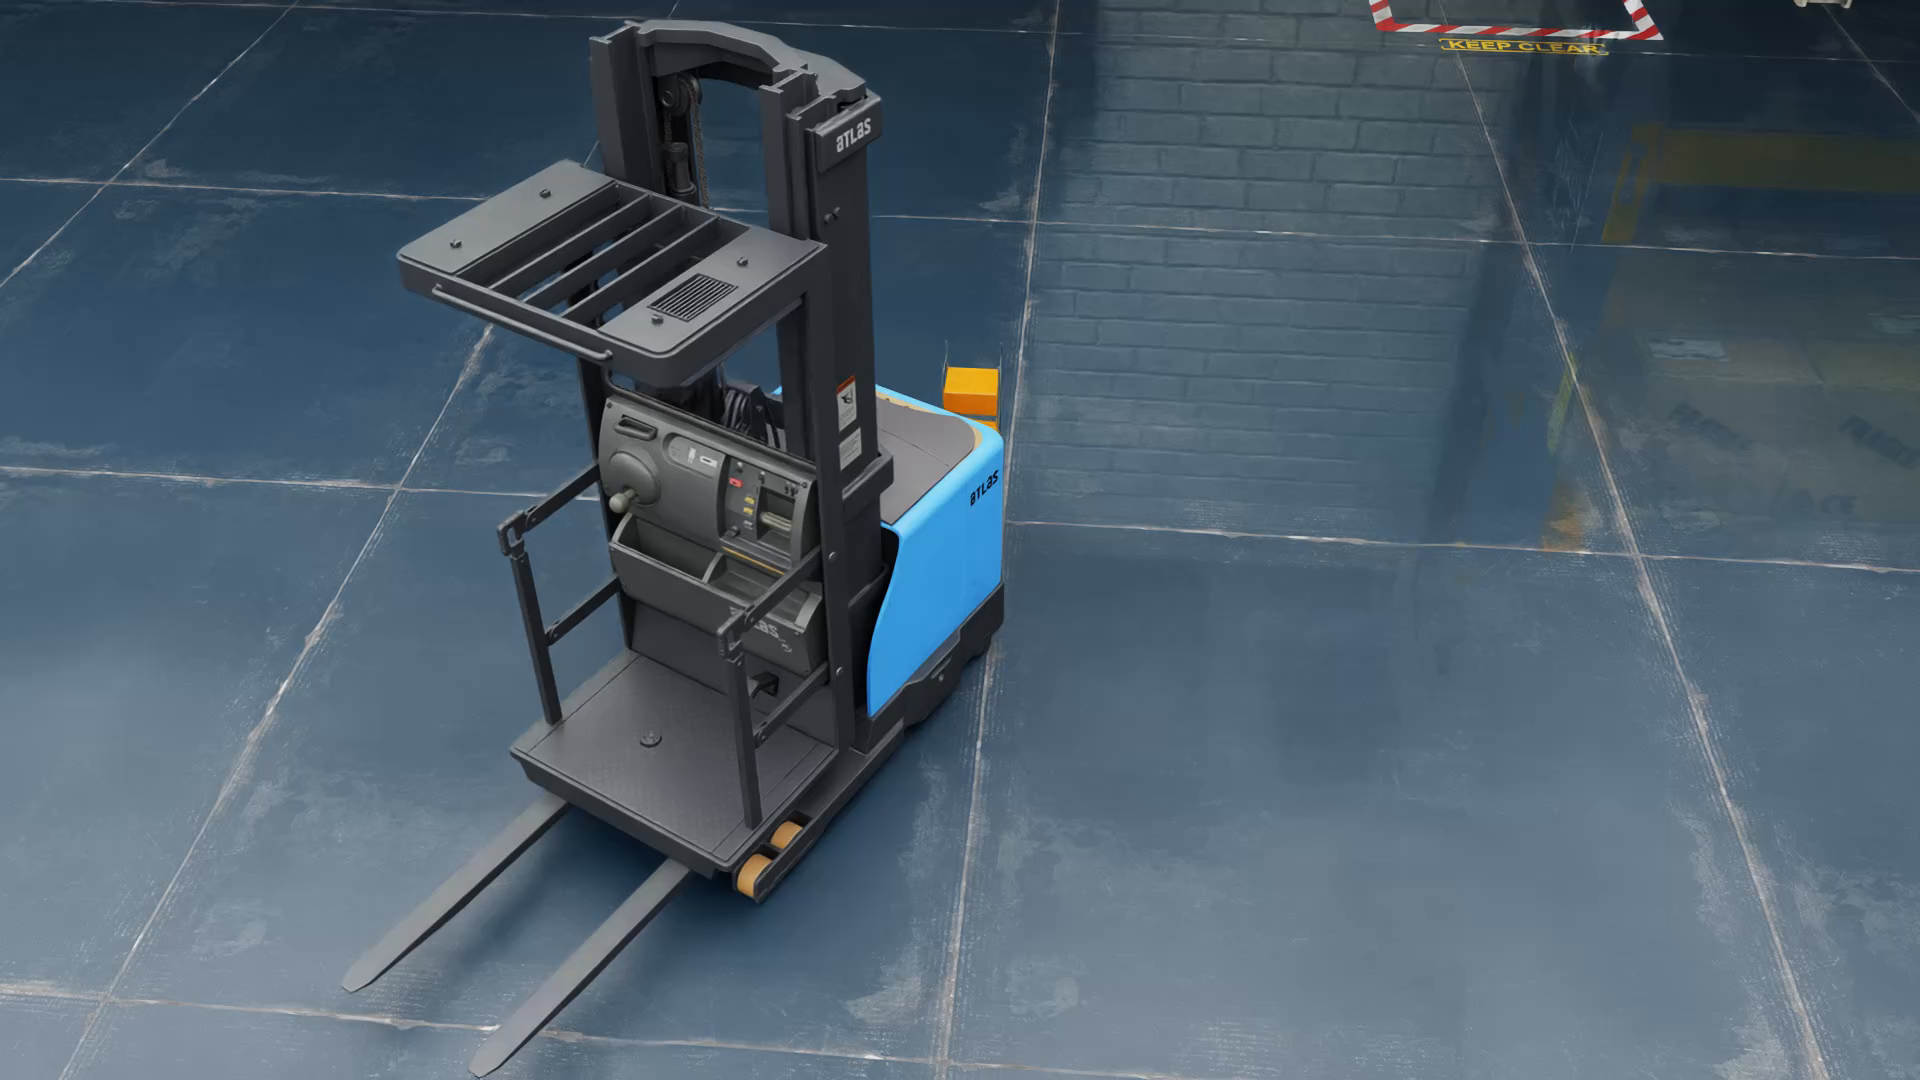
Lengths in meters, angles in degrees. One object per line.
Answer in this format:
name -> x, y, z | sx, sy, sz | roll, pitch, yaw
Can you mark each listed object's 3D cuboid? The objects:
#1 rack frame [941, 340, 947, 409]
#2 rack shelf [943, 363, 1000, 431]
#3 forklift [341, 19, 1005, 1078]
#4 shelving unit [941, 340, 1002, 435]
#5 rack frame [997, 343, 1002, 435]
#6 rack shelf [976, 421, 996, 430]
rack frame -> -0.068, -0.411, 7.594 | 0.008, 1.050, 0.200 | 3, 39, 4
rack shelf -> 0.053, -0.616, 7.413 | 0.240, 0.259, 0.215 | 3, 39, 4
forklift -> -1.025, -0.129, 5.757 | 1.130, 2.935, 3.031 | 22, 44, 25
shelving unit -> 0.053, -0.404, 7.585 | 0.252, 1.050, 0.215 | 3, 39, 4
rack frame -> 0.175, -0.398, 7.577 | 0.008, 1.050, 0.200 | 3, 39, 4
rack shelf -> 0.053, -0.396, 7.592 | 0.240, 0.259, 0.215 | 3, 39, 4
